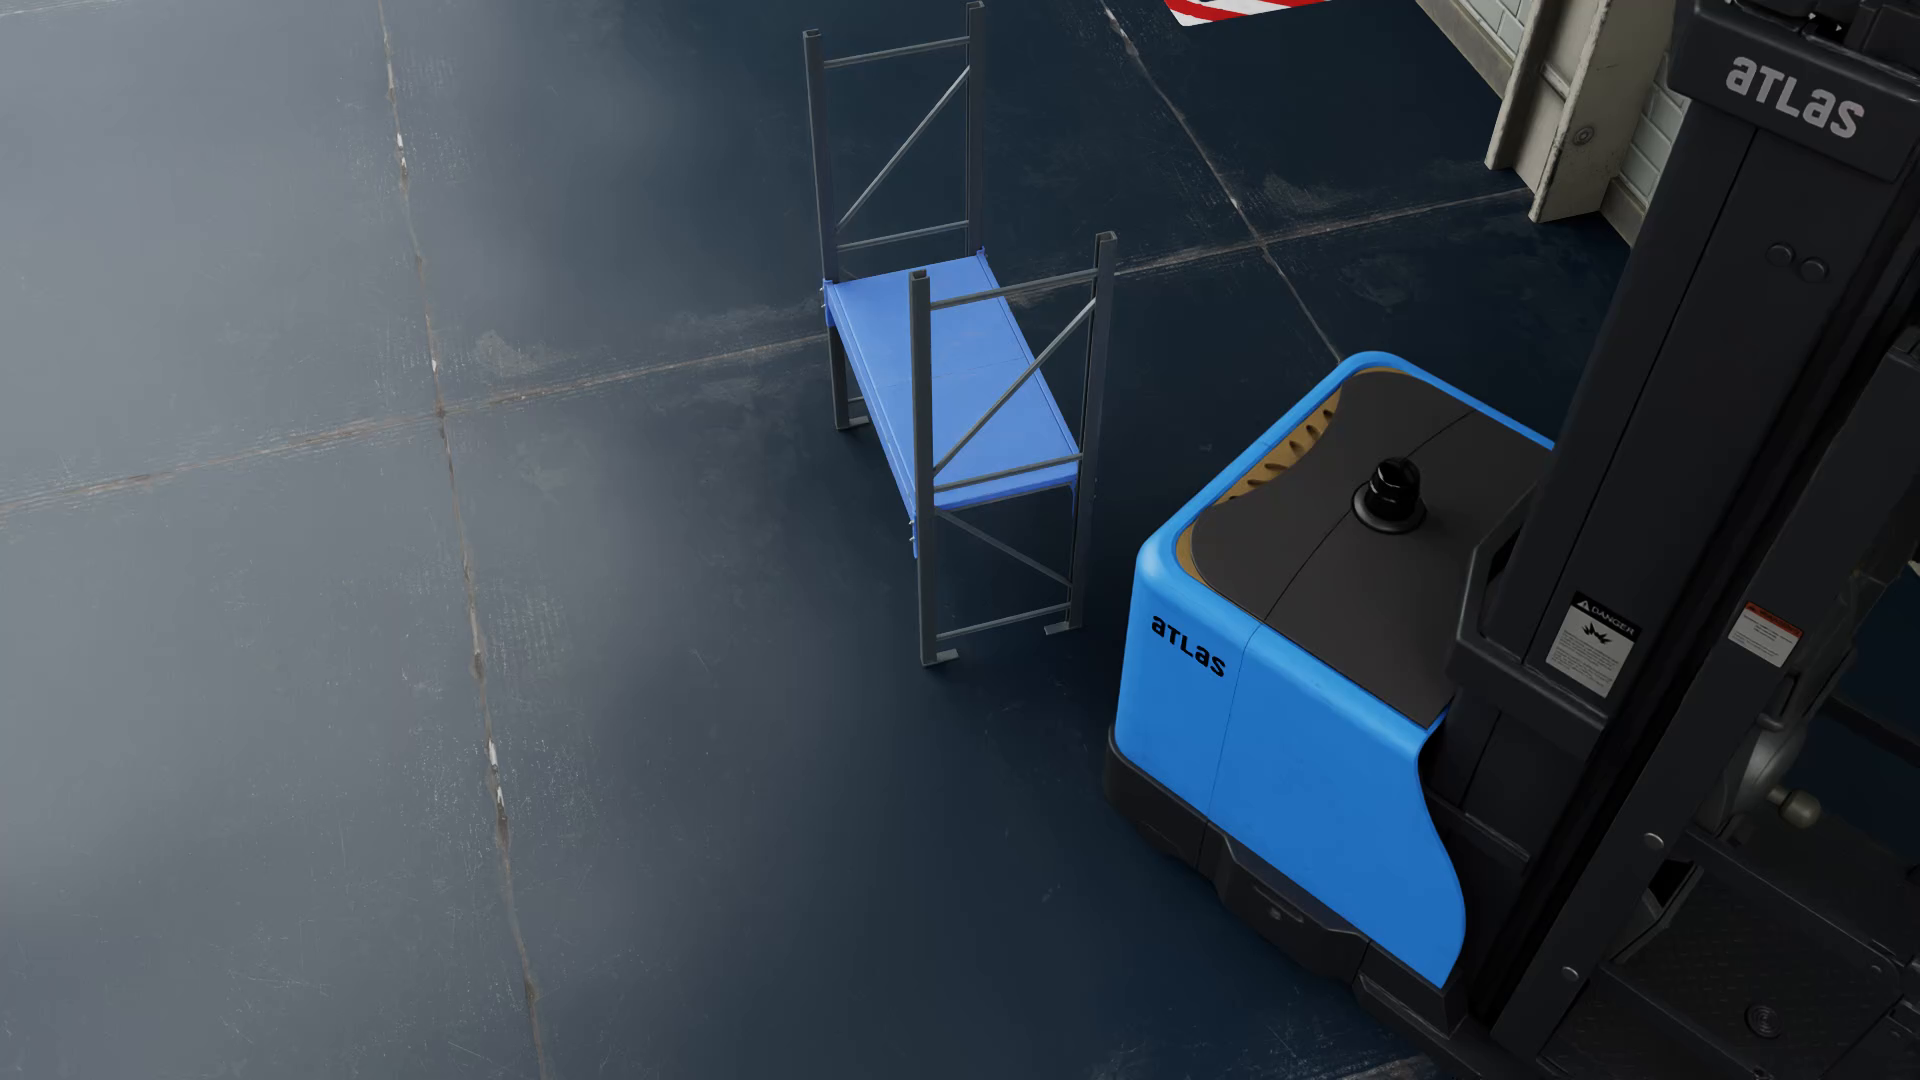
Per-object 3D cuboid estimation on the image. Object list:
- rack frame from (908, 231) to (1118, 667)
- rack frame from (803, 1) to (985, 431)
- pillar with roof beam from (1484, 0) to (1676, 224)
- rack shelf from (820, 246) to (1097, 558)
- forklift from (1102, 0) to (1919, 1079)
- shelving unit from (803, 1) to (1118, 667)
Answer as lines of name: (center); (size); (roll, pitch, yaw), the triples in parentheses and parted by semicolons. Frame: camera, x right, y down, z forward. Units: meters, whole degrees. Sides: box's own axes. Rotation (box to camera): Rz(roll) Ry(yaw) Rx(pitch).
rack frame: (0.125, -0.174, 4.416); (0.500, 1.500, 0.032); (-13, 51, -11)
rack frame: (-0.176, -0.917, 5.042); (0.500, 1.500, 0.032); (-13, 51, -11)
pillar with roof beam: (-1.862, -3.296, 2.143); (9.100, 9.000, 0.400); (-13, 51, -11)
rack shelf: (-0.025, -0.430, 4.867); (0.538, 0.185, 1.000); (-13, 51, -11)
forklift: (1.820, 0.268, 3.107); (3.031, 2.935, 1.130); (35, 58, 26)
shelving unit: (-0.025, -0.546, 4.729); (0.538, 1.500, 1.048); (-13, 51, -11)
